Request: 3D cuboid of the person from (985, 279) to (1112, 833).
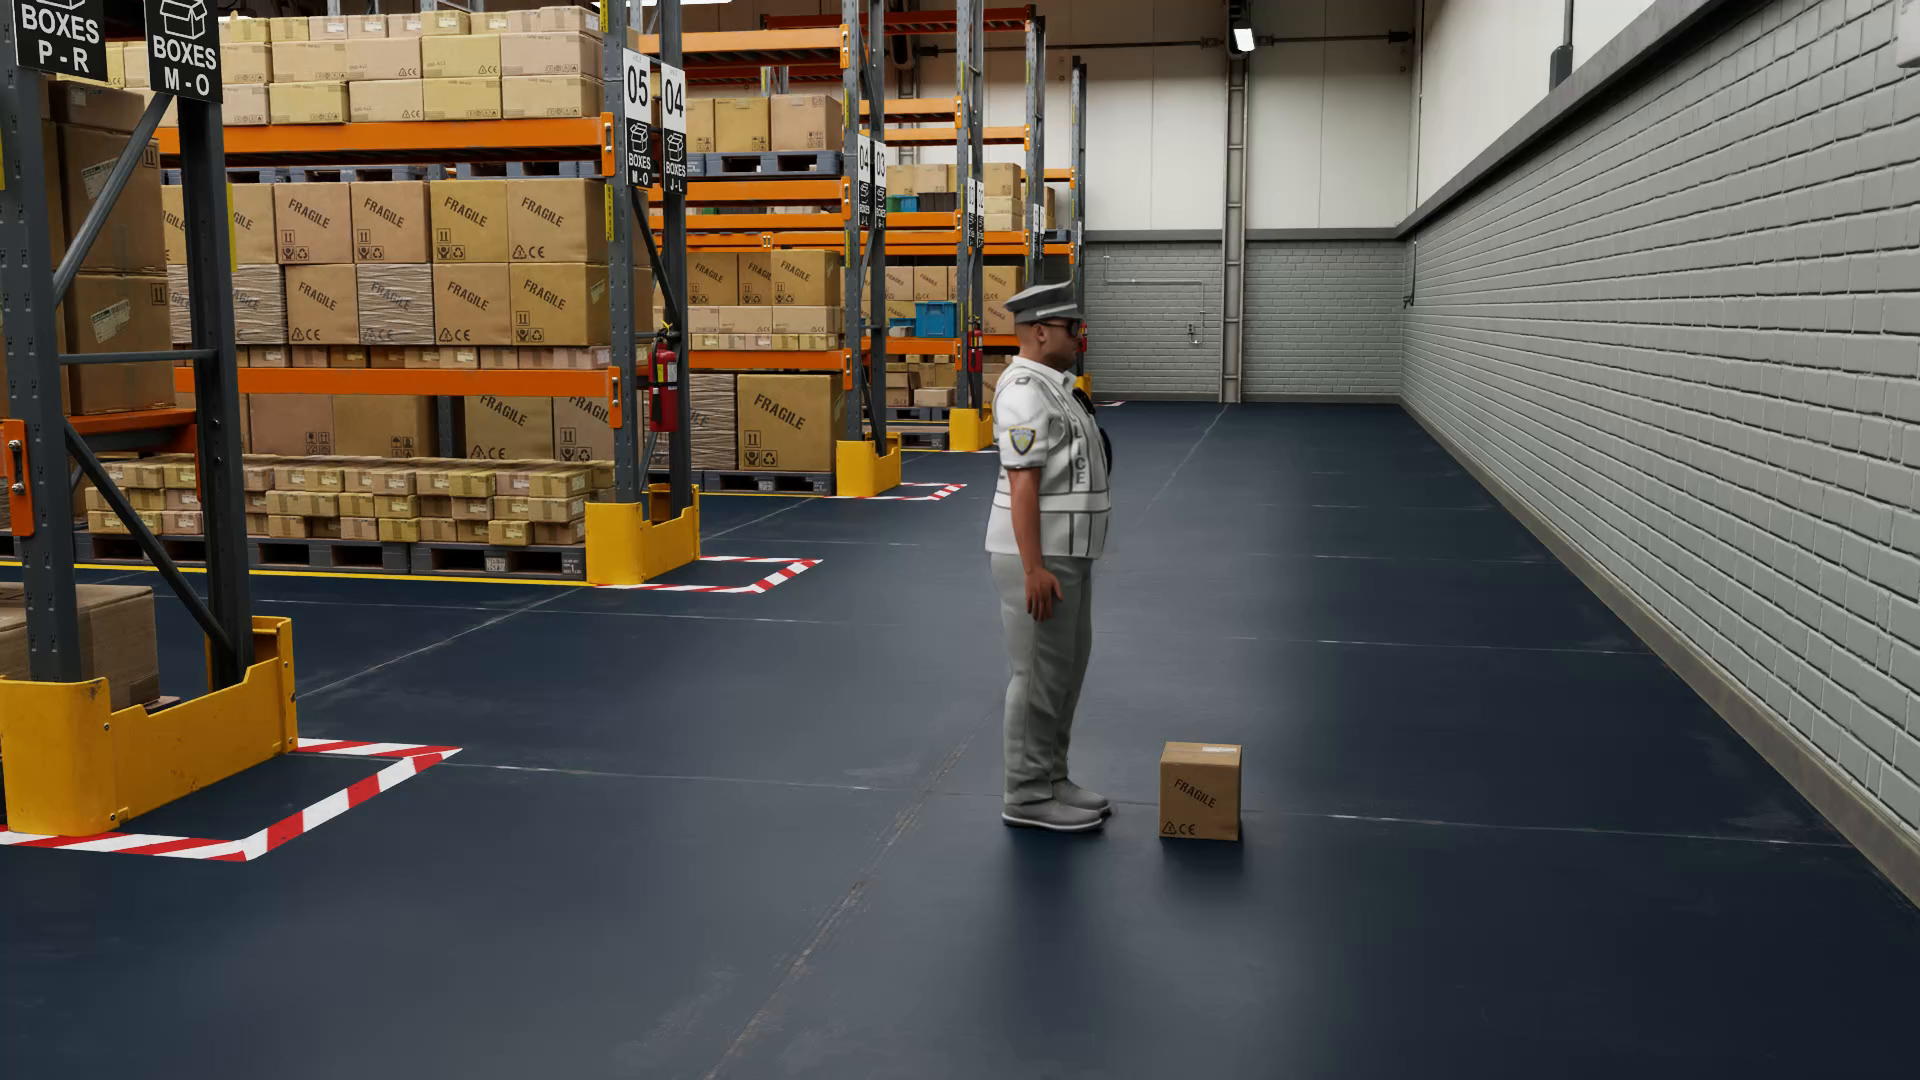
[{"bbox_3d":[0.287,0.050,5.389,0.394,1.769,0.540,2,8,11],"label":"person"}]
